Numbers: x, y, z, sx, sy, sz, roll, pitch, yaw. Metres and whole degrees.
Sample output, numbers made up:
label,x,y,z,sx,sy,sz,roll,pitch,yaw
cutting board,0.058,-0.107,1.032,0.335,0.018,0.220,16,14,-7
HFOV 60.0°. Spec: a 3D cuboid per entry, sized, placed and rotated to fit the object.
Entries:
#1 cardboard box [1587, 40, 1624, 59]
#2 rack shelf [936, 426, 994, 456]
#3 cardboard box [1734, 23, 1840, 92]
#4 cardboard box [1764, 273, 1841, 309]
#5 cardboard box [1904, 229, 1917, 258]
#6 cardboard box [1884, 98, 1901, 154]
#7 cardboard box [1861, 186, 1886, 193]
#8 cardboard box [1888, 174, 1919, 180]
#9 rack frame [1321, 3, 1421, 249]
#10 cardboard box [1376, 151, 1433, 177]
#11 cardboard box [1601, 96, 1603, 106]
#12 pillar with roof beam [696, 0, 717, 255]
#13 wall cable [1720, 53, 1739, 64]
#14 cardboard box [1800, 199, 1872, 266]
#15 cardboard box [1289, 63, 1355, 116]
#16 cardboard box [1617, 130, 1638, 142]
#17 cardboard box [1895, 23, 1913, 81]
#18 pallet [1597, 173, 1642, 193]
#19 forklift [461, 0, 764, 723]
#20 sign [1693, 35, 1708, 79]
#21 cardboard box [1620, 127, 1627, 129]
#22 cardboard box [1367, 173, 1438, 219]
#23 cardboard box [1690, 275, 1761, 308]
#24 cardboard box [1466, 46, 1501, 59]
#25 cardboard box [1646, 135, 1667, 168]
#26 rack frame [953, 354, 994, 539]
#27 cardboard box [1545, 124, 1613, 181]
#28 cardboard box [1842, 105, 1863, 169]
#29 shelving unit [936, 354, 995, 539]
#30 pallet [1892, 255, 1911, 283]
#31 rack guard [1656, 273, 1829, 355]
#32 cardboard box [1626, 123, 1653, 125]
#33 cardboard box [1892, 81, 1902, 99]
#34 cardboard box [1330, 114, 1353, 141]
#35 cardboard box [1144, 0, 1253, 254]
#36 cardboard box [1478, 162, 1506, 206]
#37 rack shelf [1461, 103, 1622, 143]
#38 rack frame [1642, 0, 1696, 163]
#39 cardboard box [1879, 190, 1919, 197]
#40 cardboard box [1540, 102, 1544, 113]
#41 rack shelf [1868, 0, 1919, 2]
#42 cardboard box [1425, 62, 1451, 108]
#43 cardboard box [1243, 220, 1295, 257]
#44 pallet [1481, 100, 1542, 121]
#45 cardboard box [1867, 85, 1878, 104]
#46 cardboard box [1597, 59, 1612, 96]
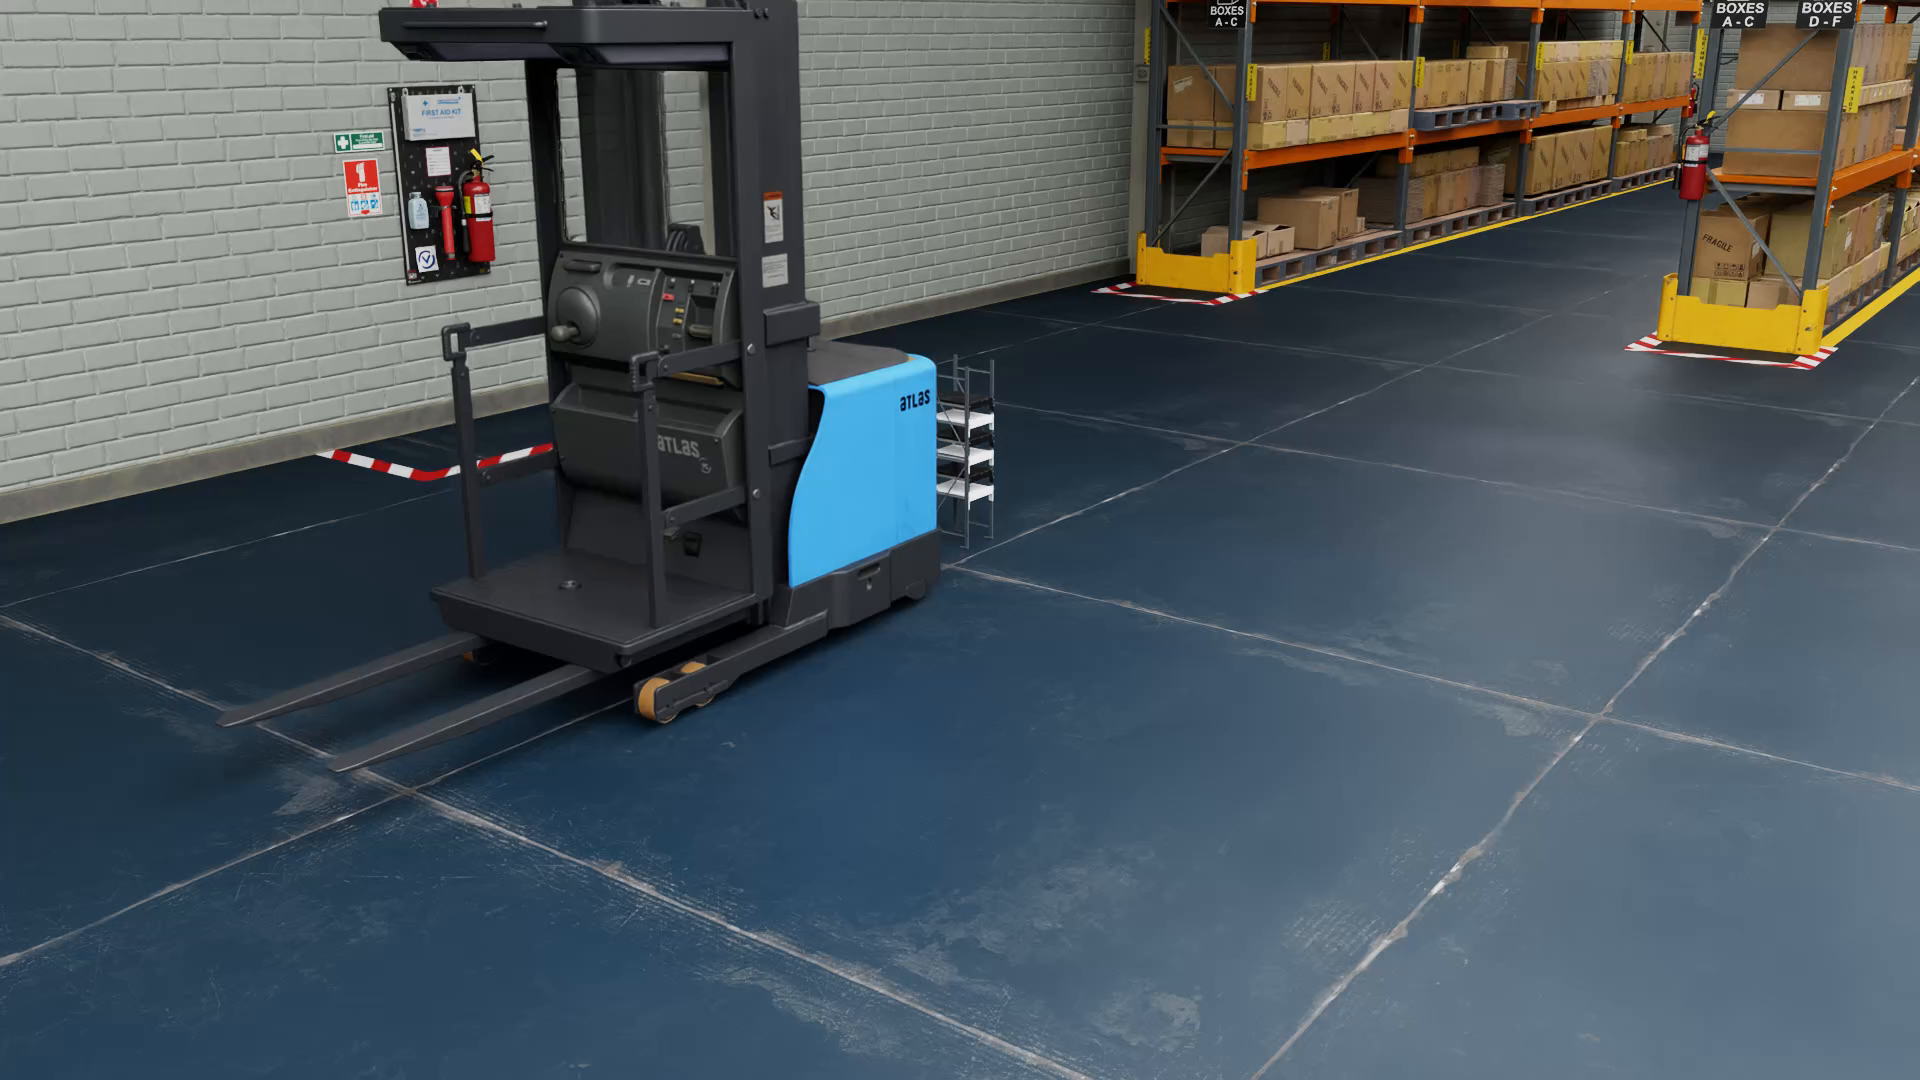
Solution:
label,x,y,z,sx,sy,sz,roll,pitch,yaw
cardboard box,9.309,-7.134,24.191,0.500,0.250,0.500,13,22,36
rack shelf,0.005,-0.486,8.100,0.258,0.077,0.200,12,21,35
cardboard box,6.532,-3.789,13.033,0.700,0.500,0.500,13,21,35
cardboard box,7.005,-2.096,13.864,0.500,0.250,0.500,12,21,35
cardboard box,9.340,-3.015,16.822,0.500,0.250,0.500,13,22,36
cardboard box,8.336,-3.894,15.558,0.700,0.500,0.500,12,21,33
cardboard box,9.819,-3.741,18.214,0.500,0.311,0.500,12,21,33
cardboard box,11.347,-4.187,20.141,0.500,0.500,0.500,13,22,37
rack frame,4.615,-4.828,18.732,1.000,3.000,0.127,12,21,35
cardboard box,5.300,-4.486,19.840,0.500,0.250,0.500,12,21,34
cardboard box,9.085,-6.374,24.102,0.380,0.149,0.250,13,22,36
pillar with roof beam,1.836,-4.870,8.752,9.100,9.000,0.400,12,21,35
wall cable,15.422,-10.352,31.641,3.097,2.526,0.112,12,21,35
cardboard box,7.606,-2.691,14.516,0.500,0.500,0.500,12,21,35
cardboard box,3.671,-4.595,16.936,0.500,0.500,0.500,13,22,36
cardboard box,10.260,-6.259,25.754,0.380,0.149,0.250,13,22,37
cardboard box,8.336,-4.514,15.365,0.700,0.500,0.500,13,21,35
pallet,9.897,-5.569,25.820,1.003,0.211,1.213,12,21,35
forklift,-1.347,-0.891,6.170,1.121,2.935,3.031,12,21,33
sign,5.785,-3.766,12.961,0.100,0.325,0.005,12,21,35
cardboard box,10.437,-6.521,26.597,0.380,0.149,0.250,12,21,34
cardboard box,5.308,-4.154,20.037,0.700,0.500,0.500,12,21,34
cardboard box,6.294,-2.068,13.773,0.500,0.250,0.500,12,21,35
cardboard box,6.637,-6.181,21.087,0.380,0.149,0.250,9,19,26
cardboard box,11.130,-6.389,27.267,0.700,0.500,0.500,12,21,35
rack frame,0.065,-0.456,8.195,0.240,0.900,0.006,12,21,35
cardboard box,9.099,-5.729,24.552,0.750,0.750,0.750,13,21,35
cardboard box,7.110,-3.400,13.967,0.700,0.500,0.500,13,21,35
shelving unit,-7.680,1.249,2.705,6.000,0.900,18.469,12,21,35
pallet,9.003,-2.804,16.917,1.003,0.211,1.213,12,21,35
rack guard,6.198,-1.801,13.201,1.175,0.500,0.348,12,21,35
cardboard box,11.342,-6.883,27.764,0.380,0.149,0.250,13,21,35
cardboard box,11.445,-2.754,11.634,9.833,0.649,2.443,12,21,35
cardboard box,3.686,-4.240,17.057,0.500,0.250,0.500,13,21,35
cardboard box,12.656,-2.037,9.745,25.117,3.000,2.723,13,21,35
cardboard box,6.611,-4.616,21.524,0.700,0.500,0.500,13,21,35
rack shelf,8.190,-5.913,23.441,1.077,0.370,4.000,12,21,35
rack frame,11.767,-7.685,27.934,0.949,2.616,0.053,12,21,35
cardboard box,9.957,-3.529,17.534,0.500,0.311,0.500,13,22,36
cardboard box,7.537,-5.766,22.143,0.380,0.149,0.250,13,21,35
rack shelf,9.787,-5.587,17.091,0.831,0.071,3.687,12,21,35
cardboard box,5.284,-5.333,19.448,0.700,0.500,0.500,15,23,40
cardboard box,3.056,-3.086,16.915,0.500,0.311,0.500,15,22,39
pallet,6.659,-5.500,21.221,1.213,0.211,1.003,12,21,35
cardboard box,7.535,-3.780,14.094,0.380,0.149,0.250,13,21,35
cardboard box,9.013,-6.655,23.912,0.500,0.500,0.500,13,21,35
